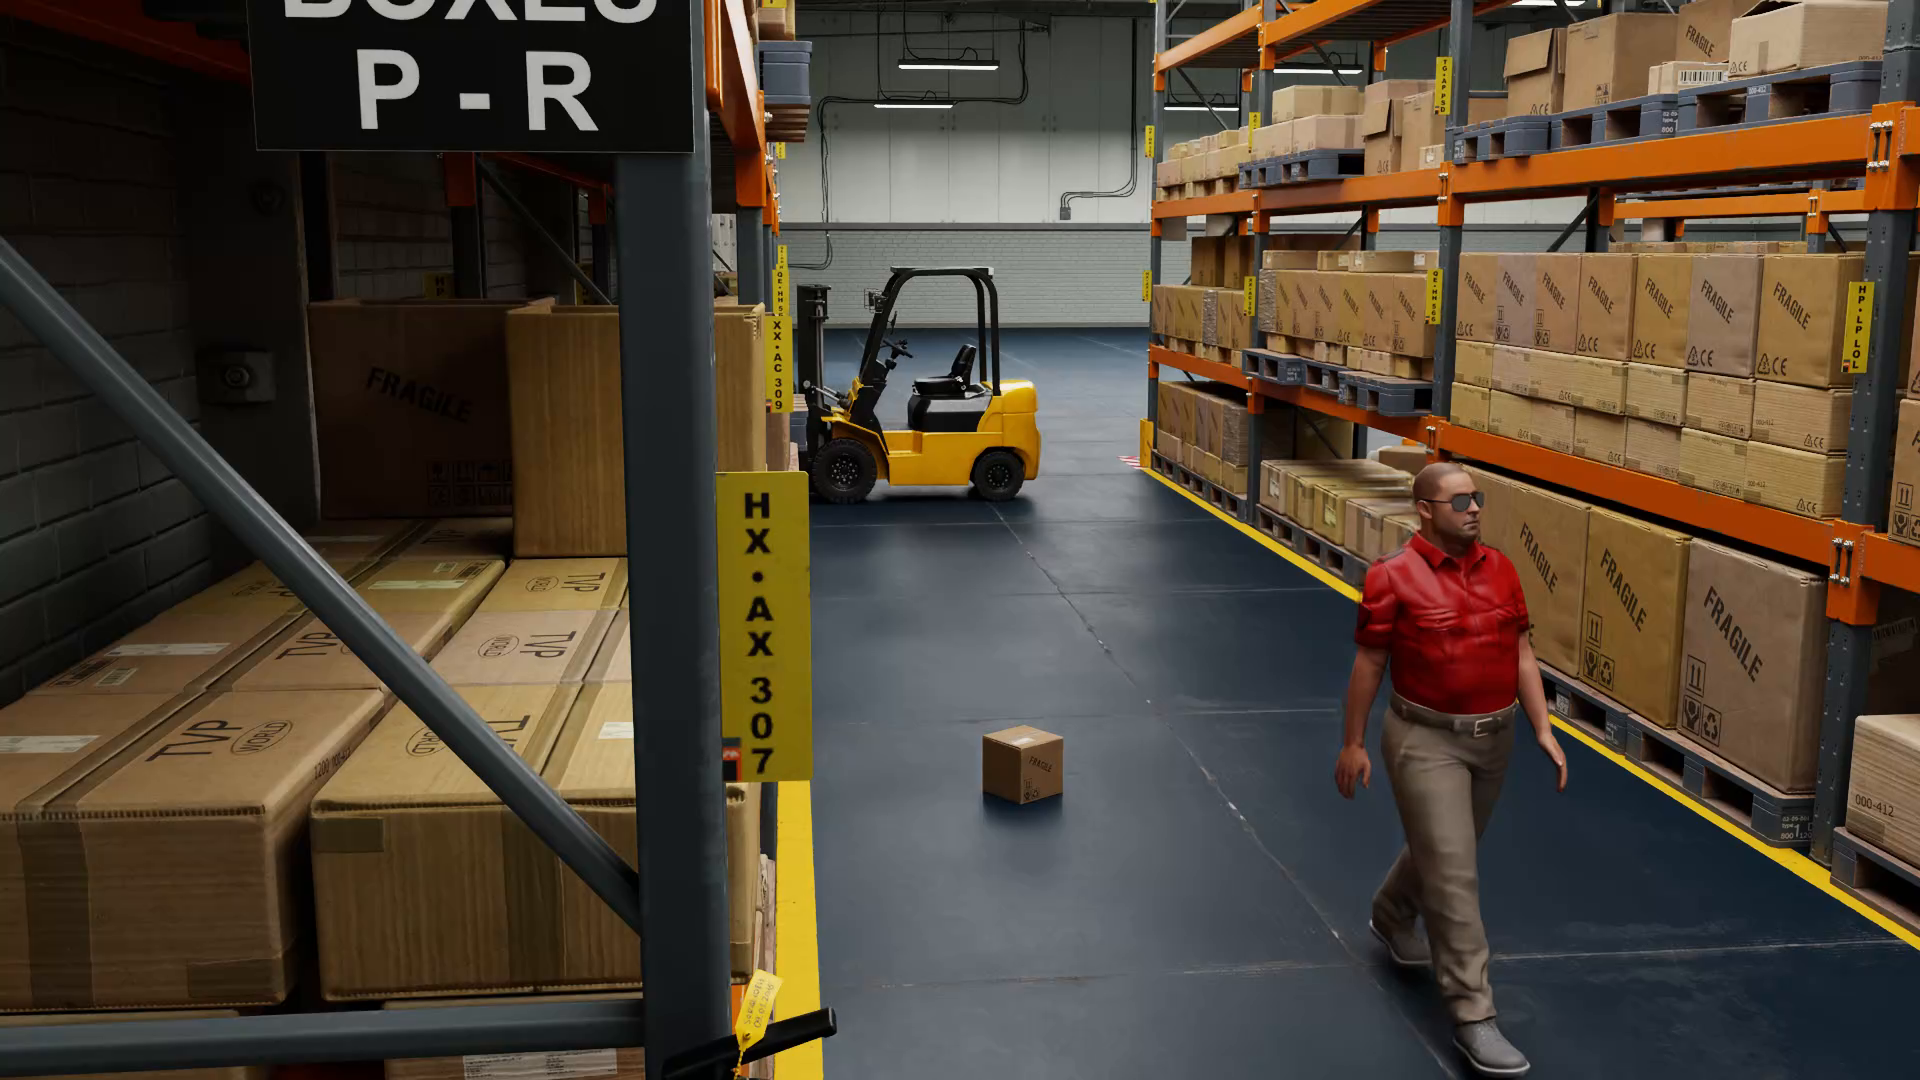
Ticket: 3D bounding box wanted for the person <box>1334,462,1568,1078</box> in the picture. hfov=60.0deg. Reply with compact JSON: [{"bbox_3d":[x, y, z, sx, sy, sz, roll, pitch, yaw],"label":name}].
[{"bbox_3d":[1.500,0.613,4.946,0.574,1.670,1.004,-4,11,-22],"label":"person"}]
